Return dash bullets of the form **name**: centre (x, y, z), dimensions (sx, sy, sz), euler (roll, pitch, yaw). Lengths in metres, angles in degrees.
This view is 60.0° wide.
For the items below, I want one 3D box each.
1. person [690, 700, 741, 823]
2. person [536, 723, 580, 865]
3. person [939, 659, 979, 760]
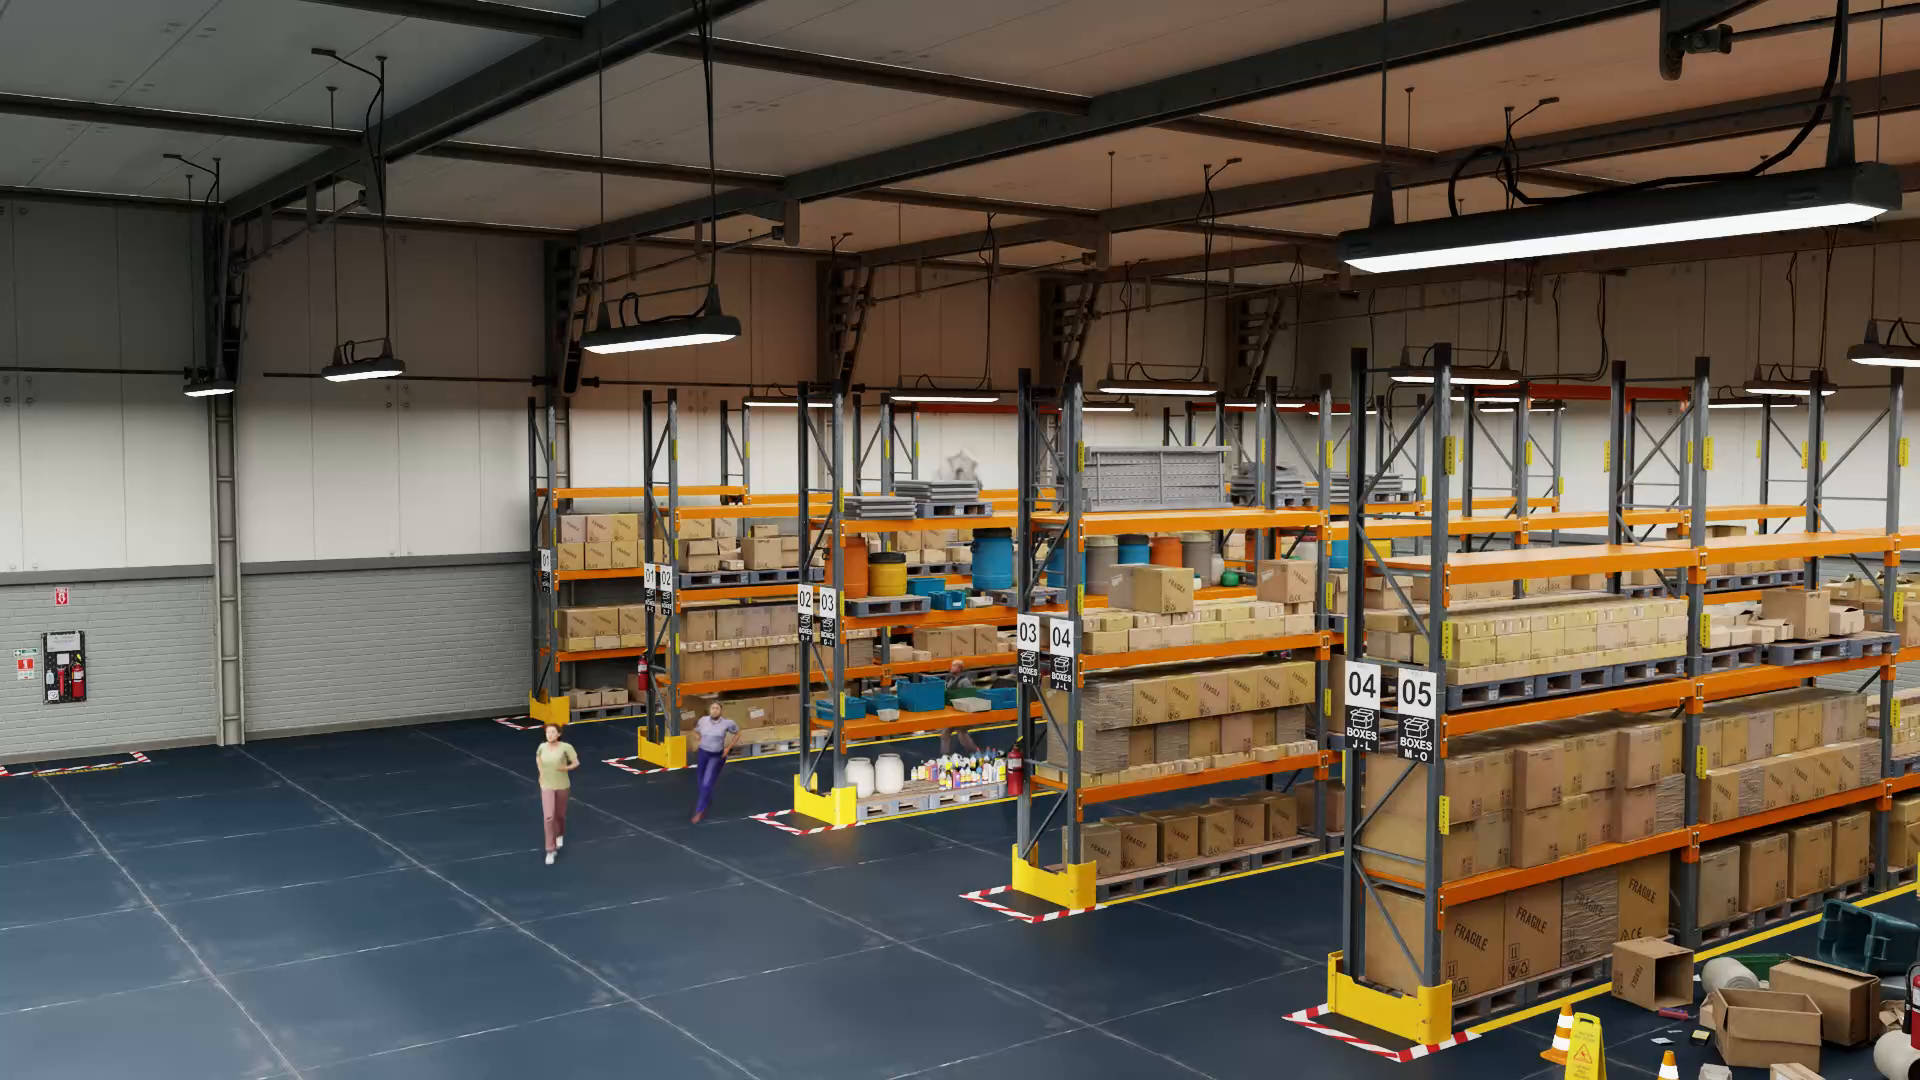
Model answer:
- **person**: centre (-3.374, 3.018, 22.806), dimensions (0.639, 1.673, 0.719), euler (1, 4, 19)
- **person**: centre (-5.009, 3.103, 20.698), dimensions (0.559, 1.691, 0.896), euler (0, 3, -6)
- **person**: centre (-0.053, 2.732, 26.126), dimensions (0.872, 1.723, 0.658), euler (-3, 4, -39)
